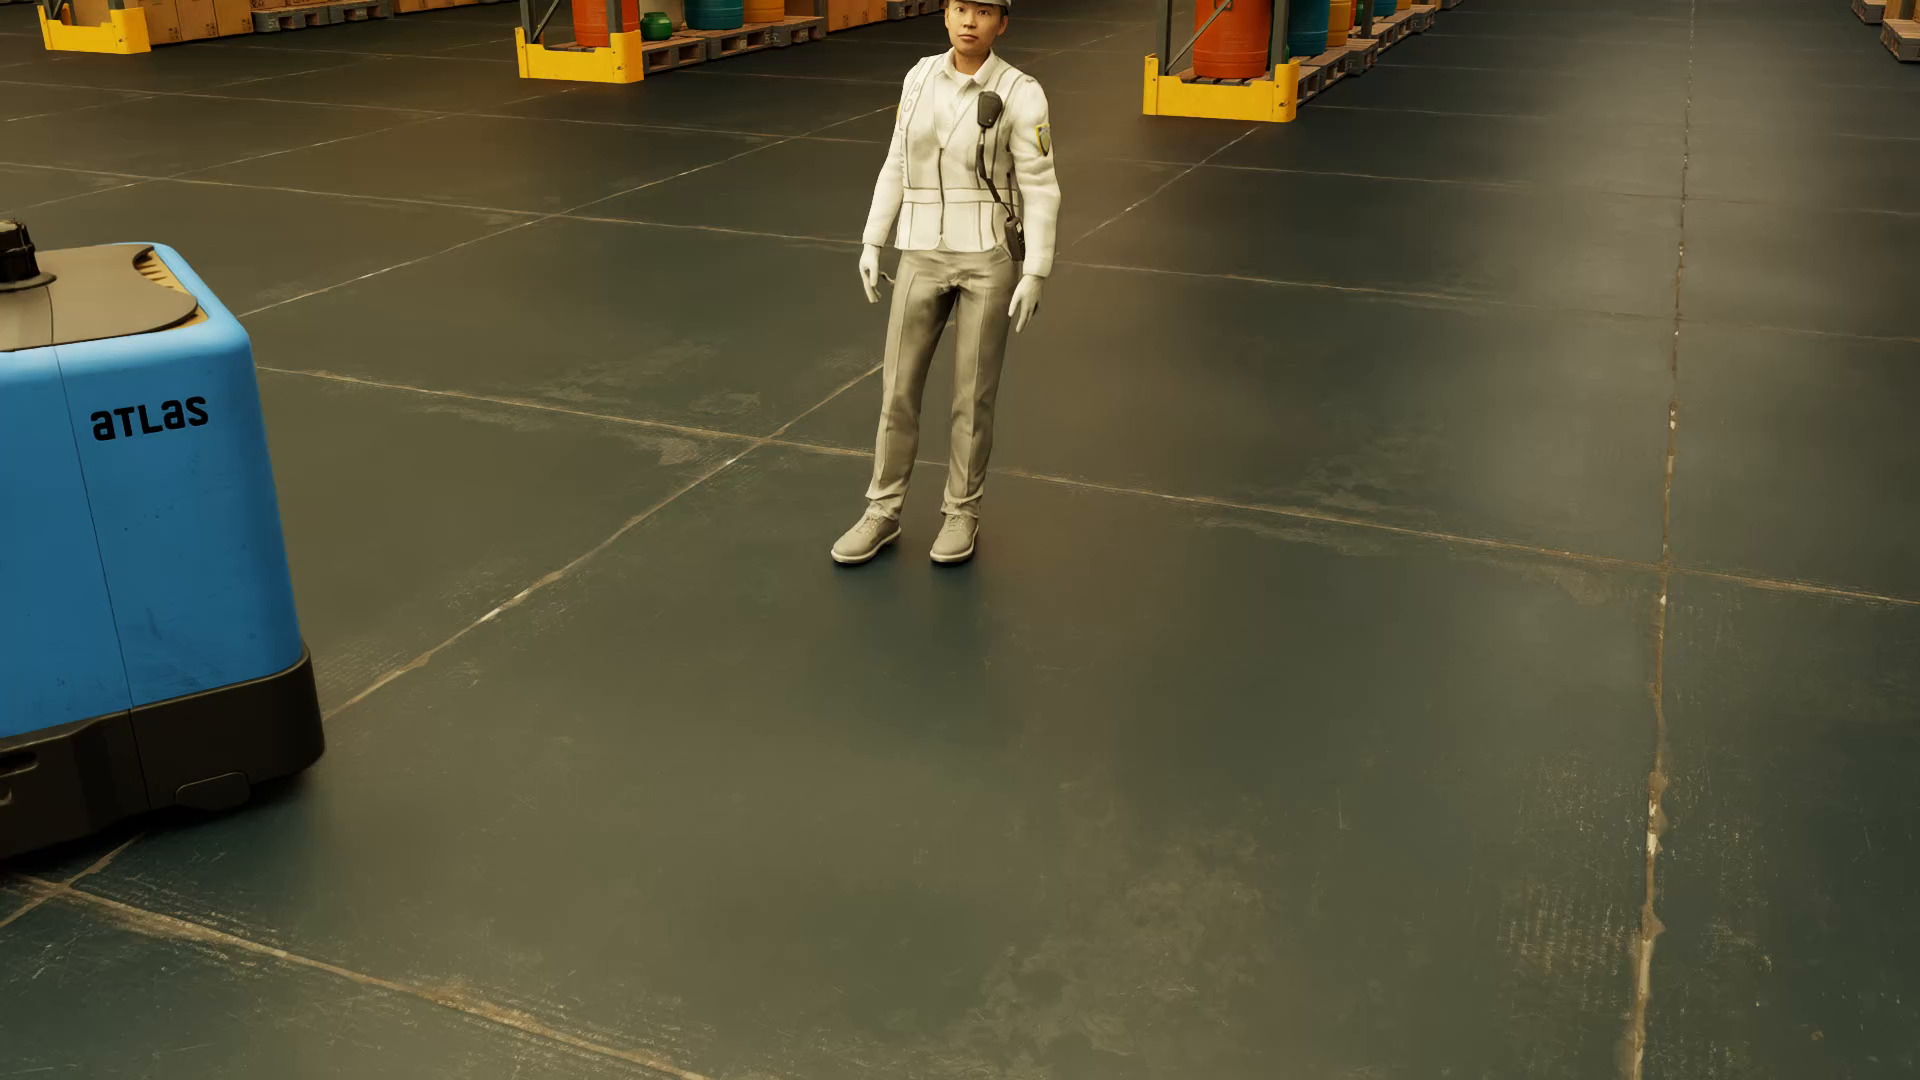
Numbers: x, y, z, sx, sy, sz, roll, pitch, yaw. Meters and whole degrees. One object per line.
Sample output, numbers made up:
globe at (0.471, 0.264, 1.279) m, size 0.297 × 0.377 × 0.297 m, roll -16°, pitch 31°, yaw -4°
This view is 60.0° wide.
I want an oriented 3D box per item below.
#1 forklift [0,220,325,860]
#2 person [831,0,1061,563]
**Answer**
forklift at (-2.956, -0.647, 2.840) m, size 3.031 × 2.935 × 1.130 m, roll -14°, pitch 26°, yaw -30°
person at (-0.033, -0.765, 4.708) m, size 0.586 × 1.694 × 0.531 m, roll 9°, pitch 24°, yaw 21°
